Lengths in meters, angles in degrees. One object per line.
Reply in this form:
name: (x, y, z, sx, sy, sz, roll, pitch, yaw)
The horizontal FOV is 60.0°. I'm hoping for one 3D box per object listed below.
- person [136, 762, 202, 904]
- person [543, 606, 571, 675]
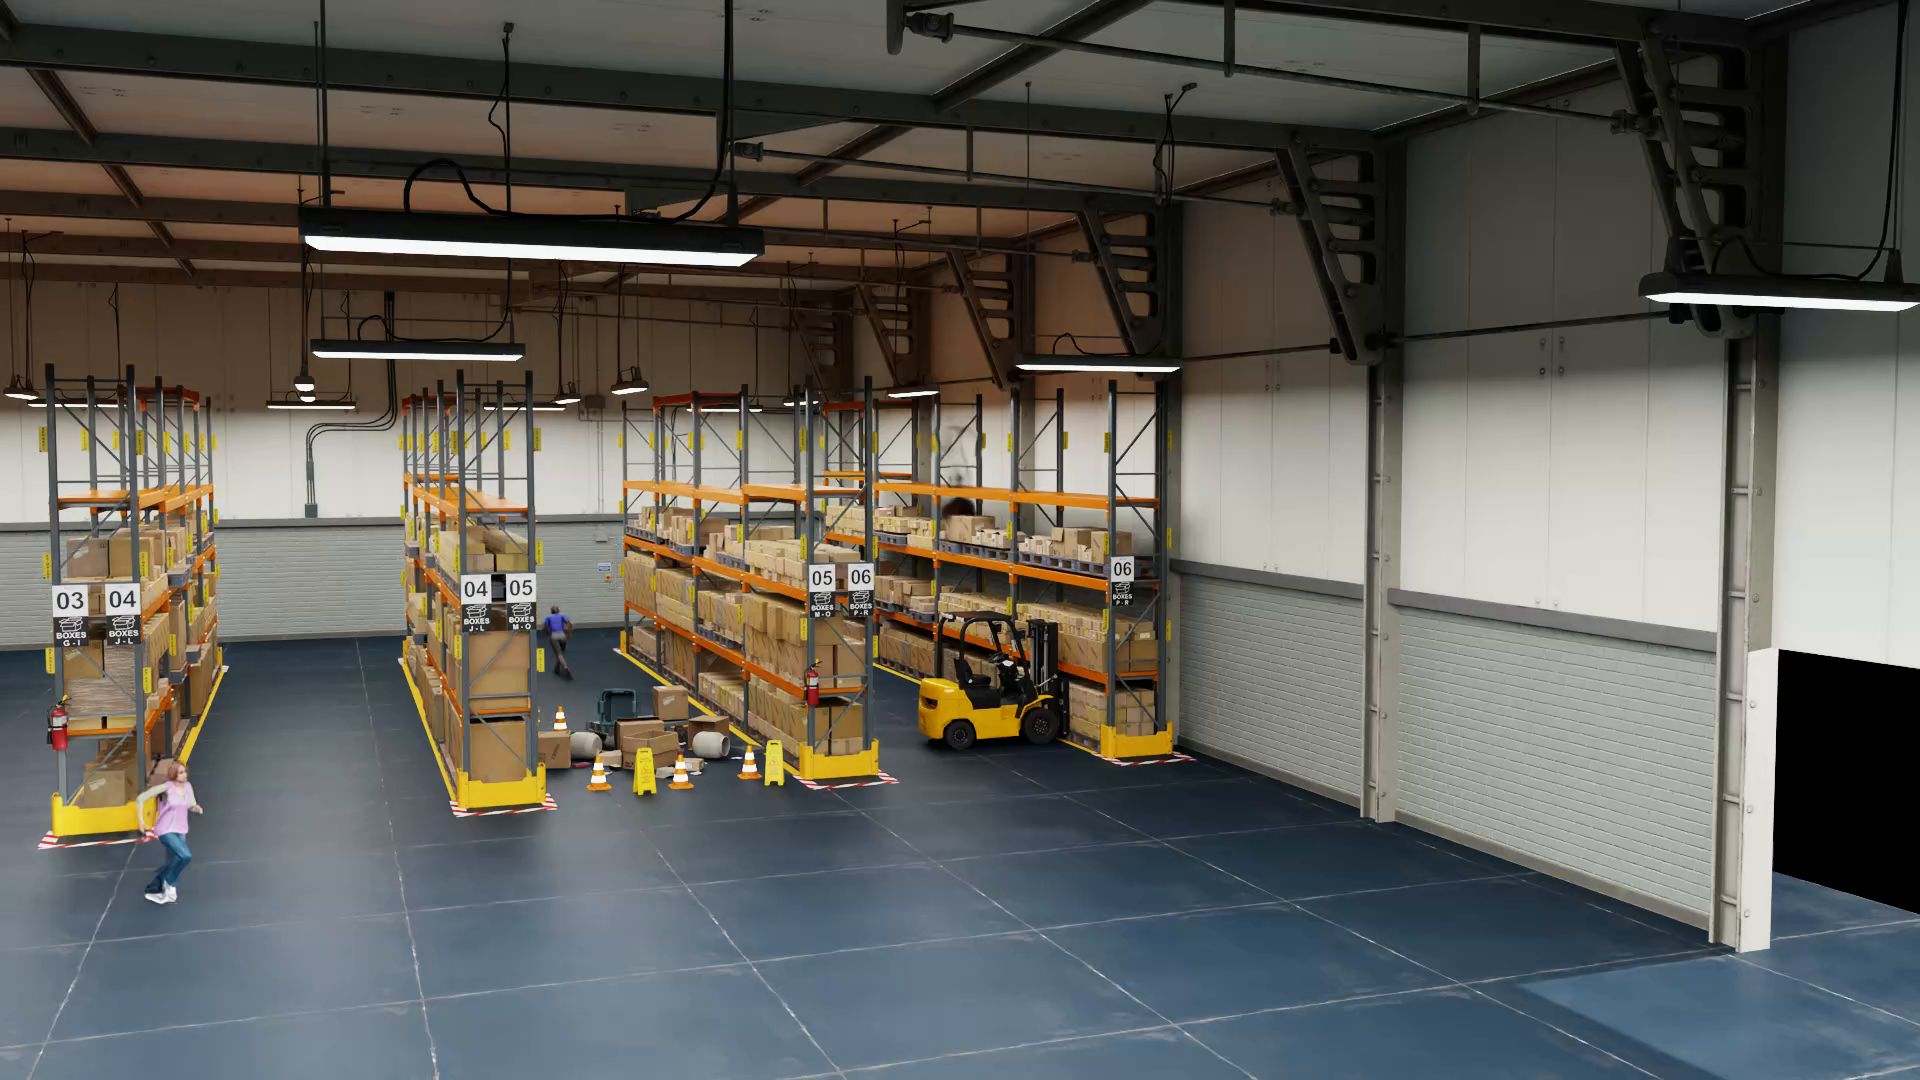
person: (-8.472, 3.158, 17.885, 0.726, 1.550, 0.565, 1, 4, 22)
person: (-8.636, 2.194, 35.777, 0.577, 1.501, 1.027, -1, 4, -23)
